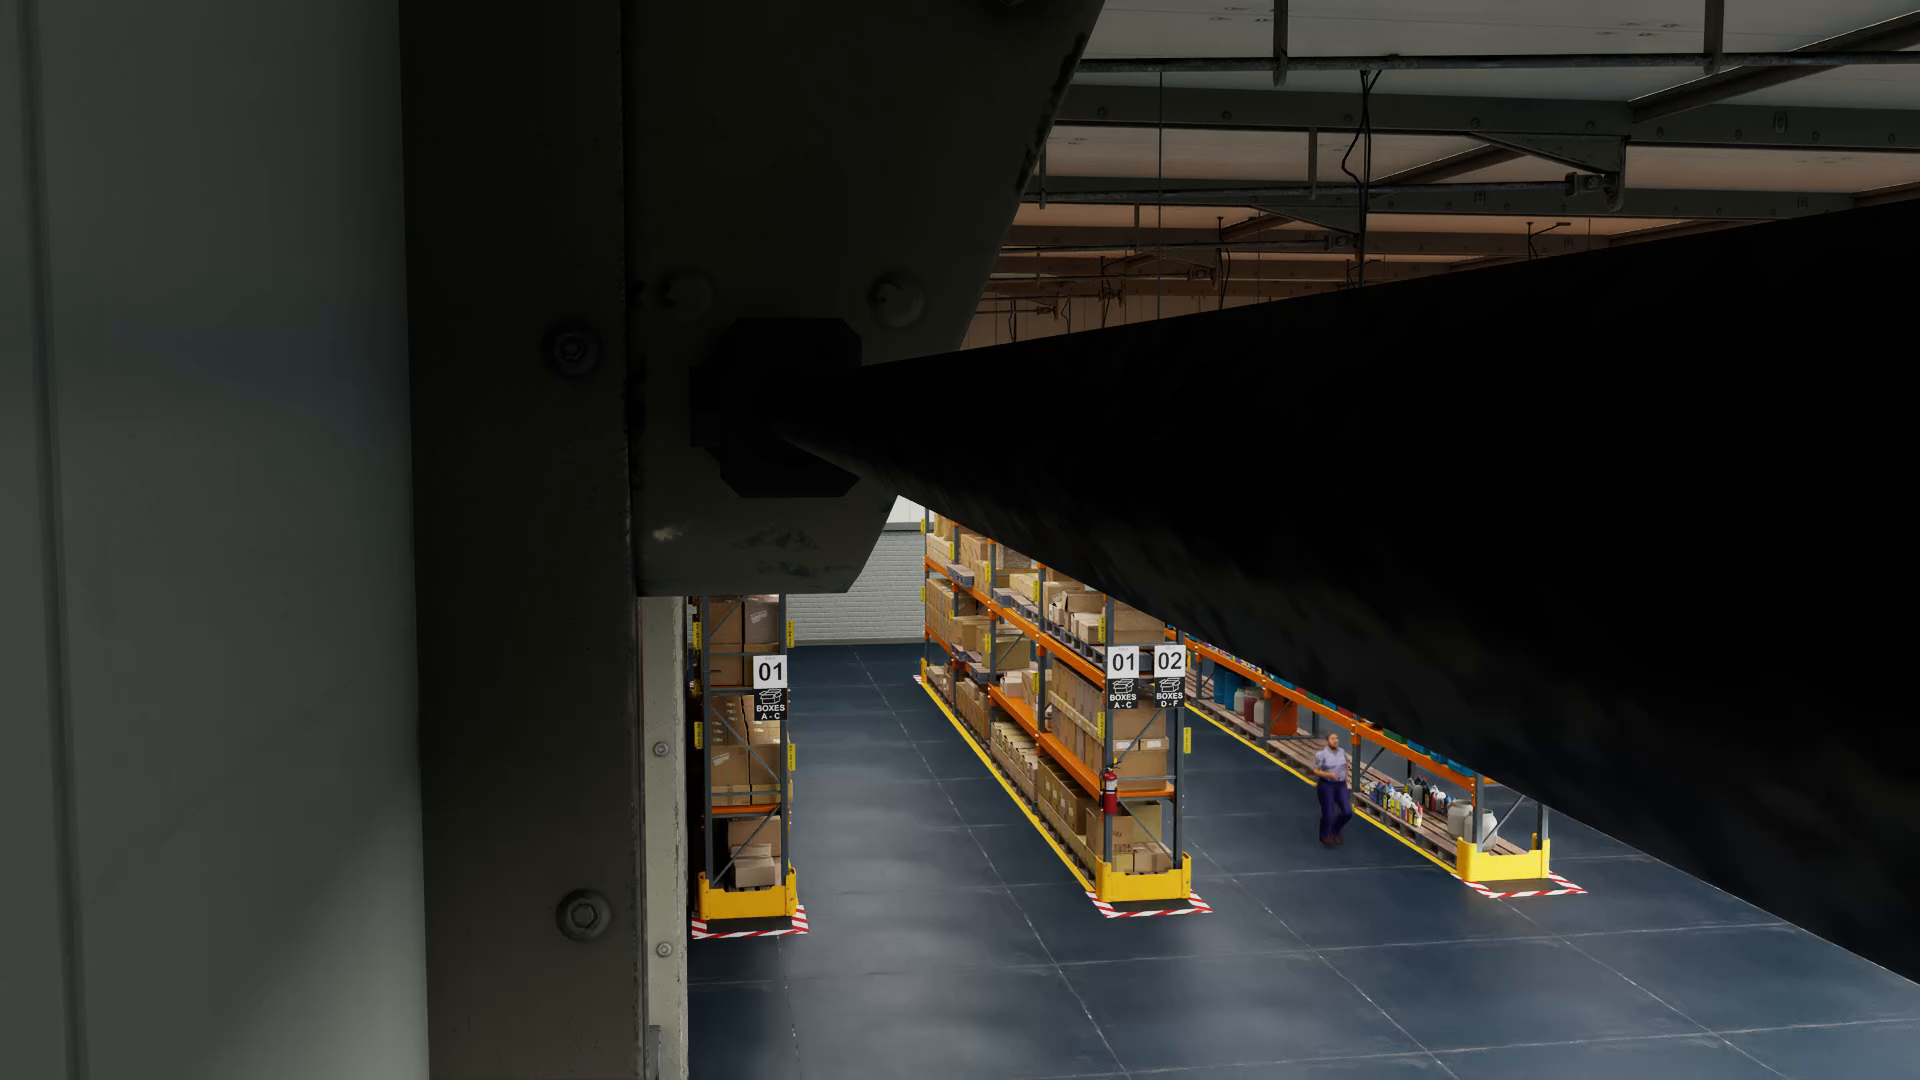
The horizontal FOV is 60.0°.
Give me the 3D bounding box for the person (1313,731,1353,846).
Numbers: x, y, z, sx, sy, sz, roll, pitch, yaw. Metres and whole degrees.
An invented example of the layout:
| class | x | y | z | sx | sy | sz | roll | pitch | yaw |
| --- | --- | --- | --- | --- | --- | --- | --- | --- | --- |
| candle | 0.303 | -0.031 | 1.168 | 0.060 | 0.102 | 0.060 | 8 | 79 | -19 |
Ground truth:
| class | x | y | z | sx | sy | sz | roll | pitch | yaw |
| --- | --- | --- | --- | --- | --- | --- | --- | --- | --- |
| person | 5.227 | 3.483 | 23.183 | 0.589 | 1.627 | 0.590 | -1 | 5 | -15 |
